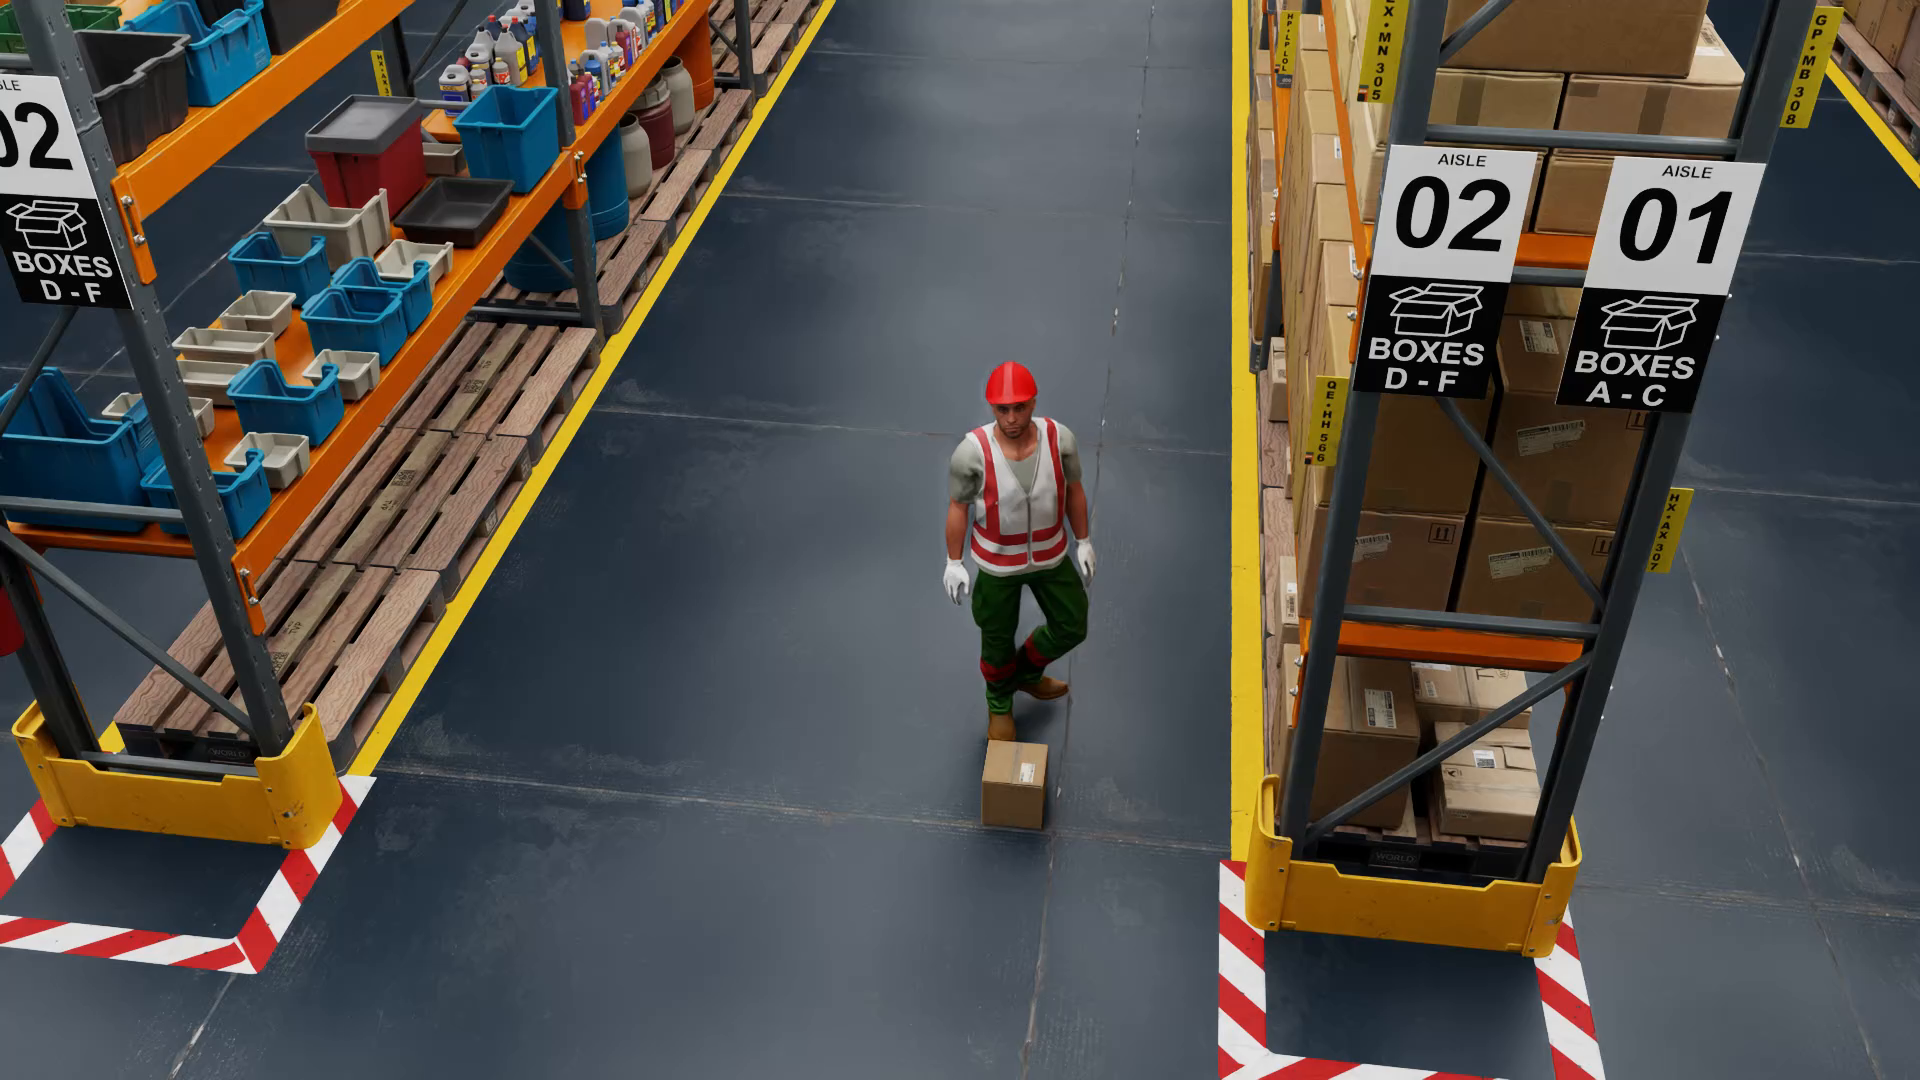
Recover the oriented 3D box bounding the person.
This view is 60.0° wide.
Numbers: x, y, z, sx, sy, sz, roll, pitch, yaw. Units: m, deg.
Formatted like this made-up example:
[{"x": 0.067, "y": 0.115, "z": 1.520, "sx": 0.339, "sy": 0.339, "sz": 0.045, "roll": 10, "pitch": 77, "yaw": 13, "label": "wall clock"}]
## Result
[{"x": 0.249, "y": 0.078, "z": 6.883, "sx": 0.638, "sy": 1.791, "sz": 0.369, "roll": -10, "pitch": 37, "yaw": -14, "label": "person"}]
